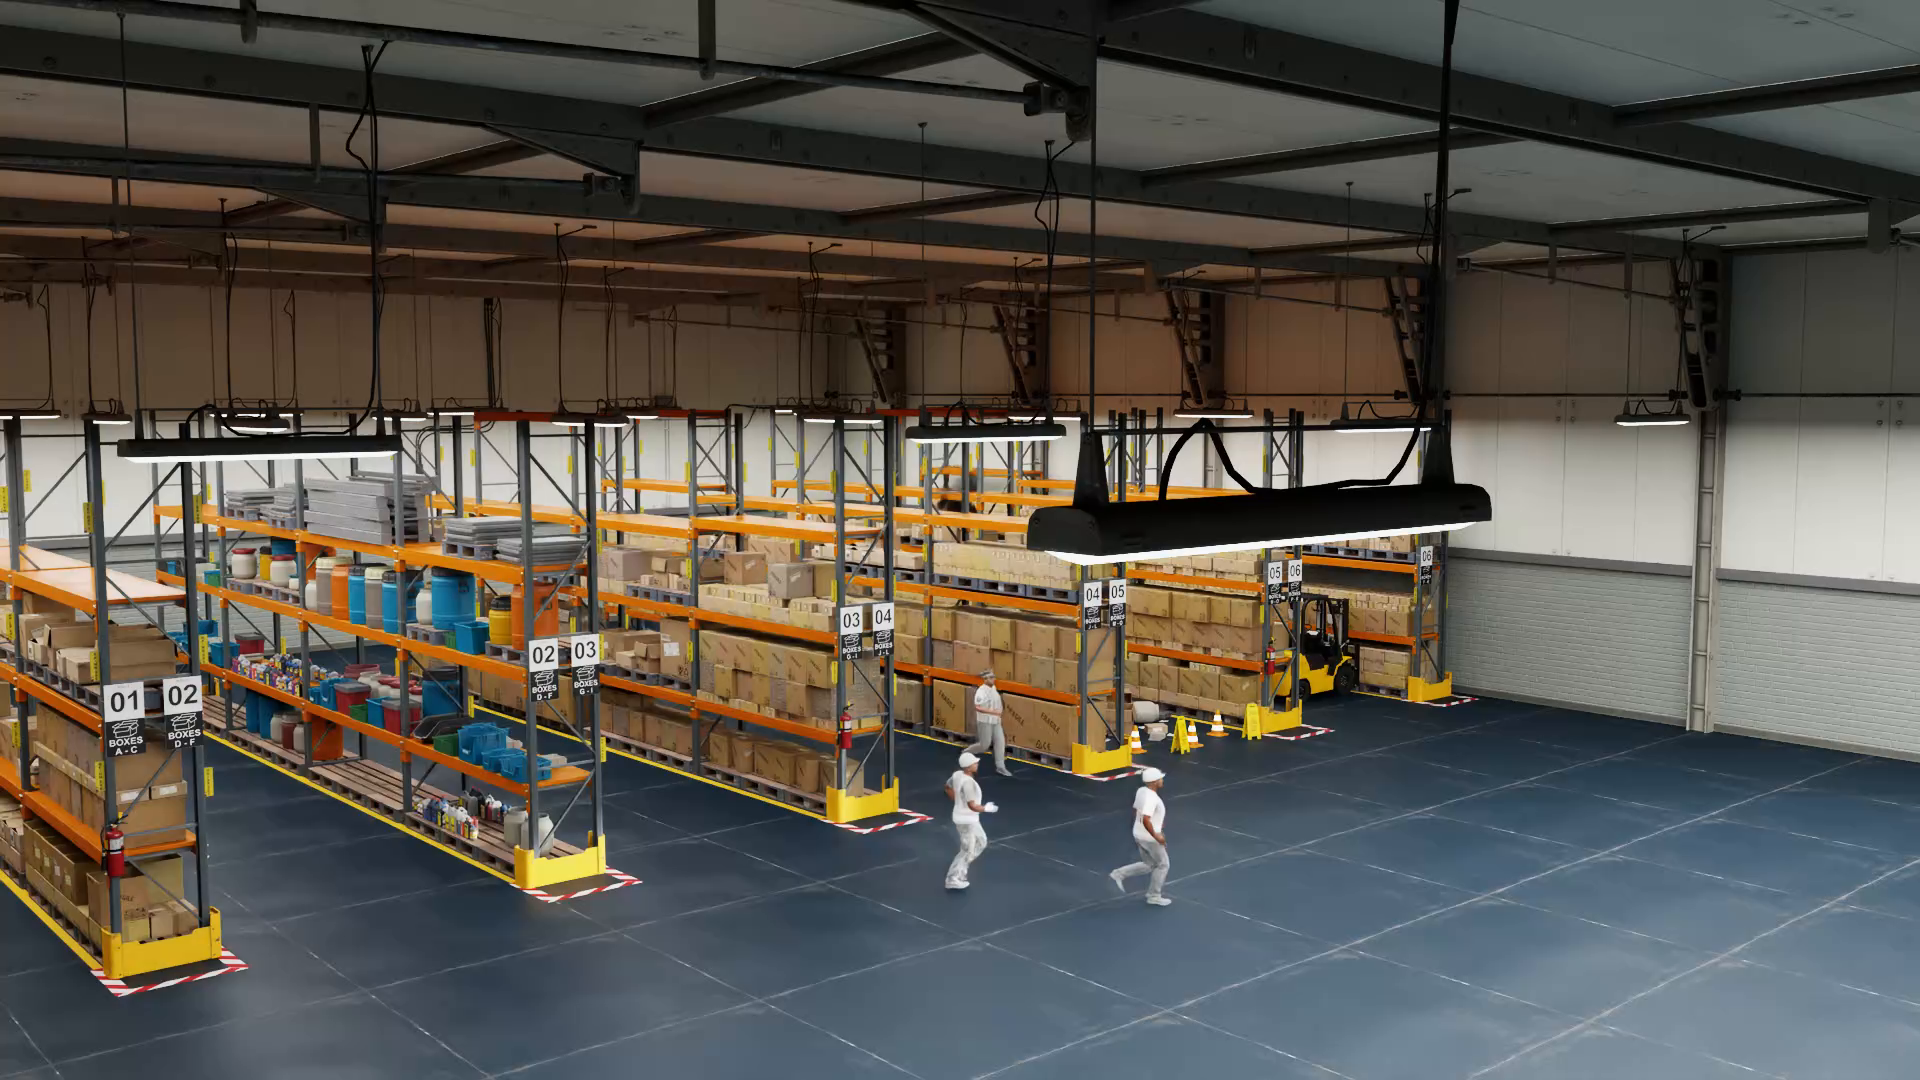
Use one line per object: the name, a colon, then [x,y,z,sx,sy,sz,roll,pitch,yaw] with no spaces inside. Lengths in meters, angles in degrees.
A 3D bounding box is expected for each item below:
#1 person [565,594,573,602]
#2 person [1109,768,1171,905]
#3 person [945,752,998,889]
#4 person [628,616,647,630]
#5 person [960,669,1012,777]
person: [-9.340,2.019,39.808,0.584,1.672,0.819,1,5,6]
person: [2.253,3.673,20.559,0.771,1.726,0.676,-1,5,-11]
person: [0.137,3.589,21.234,0.672,1.786,0.719,-1,5,-8]
person: [-8.134,1.871,41.841,0.735,1.603,0.552,-4,7,-40]
person: [0.456,3.022,27.708,0.944,1.790,0.664,3,6,34]
